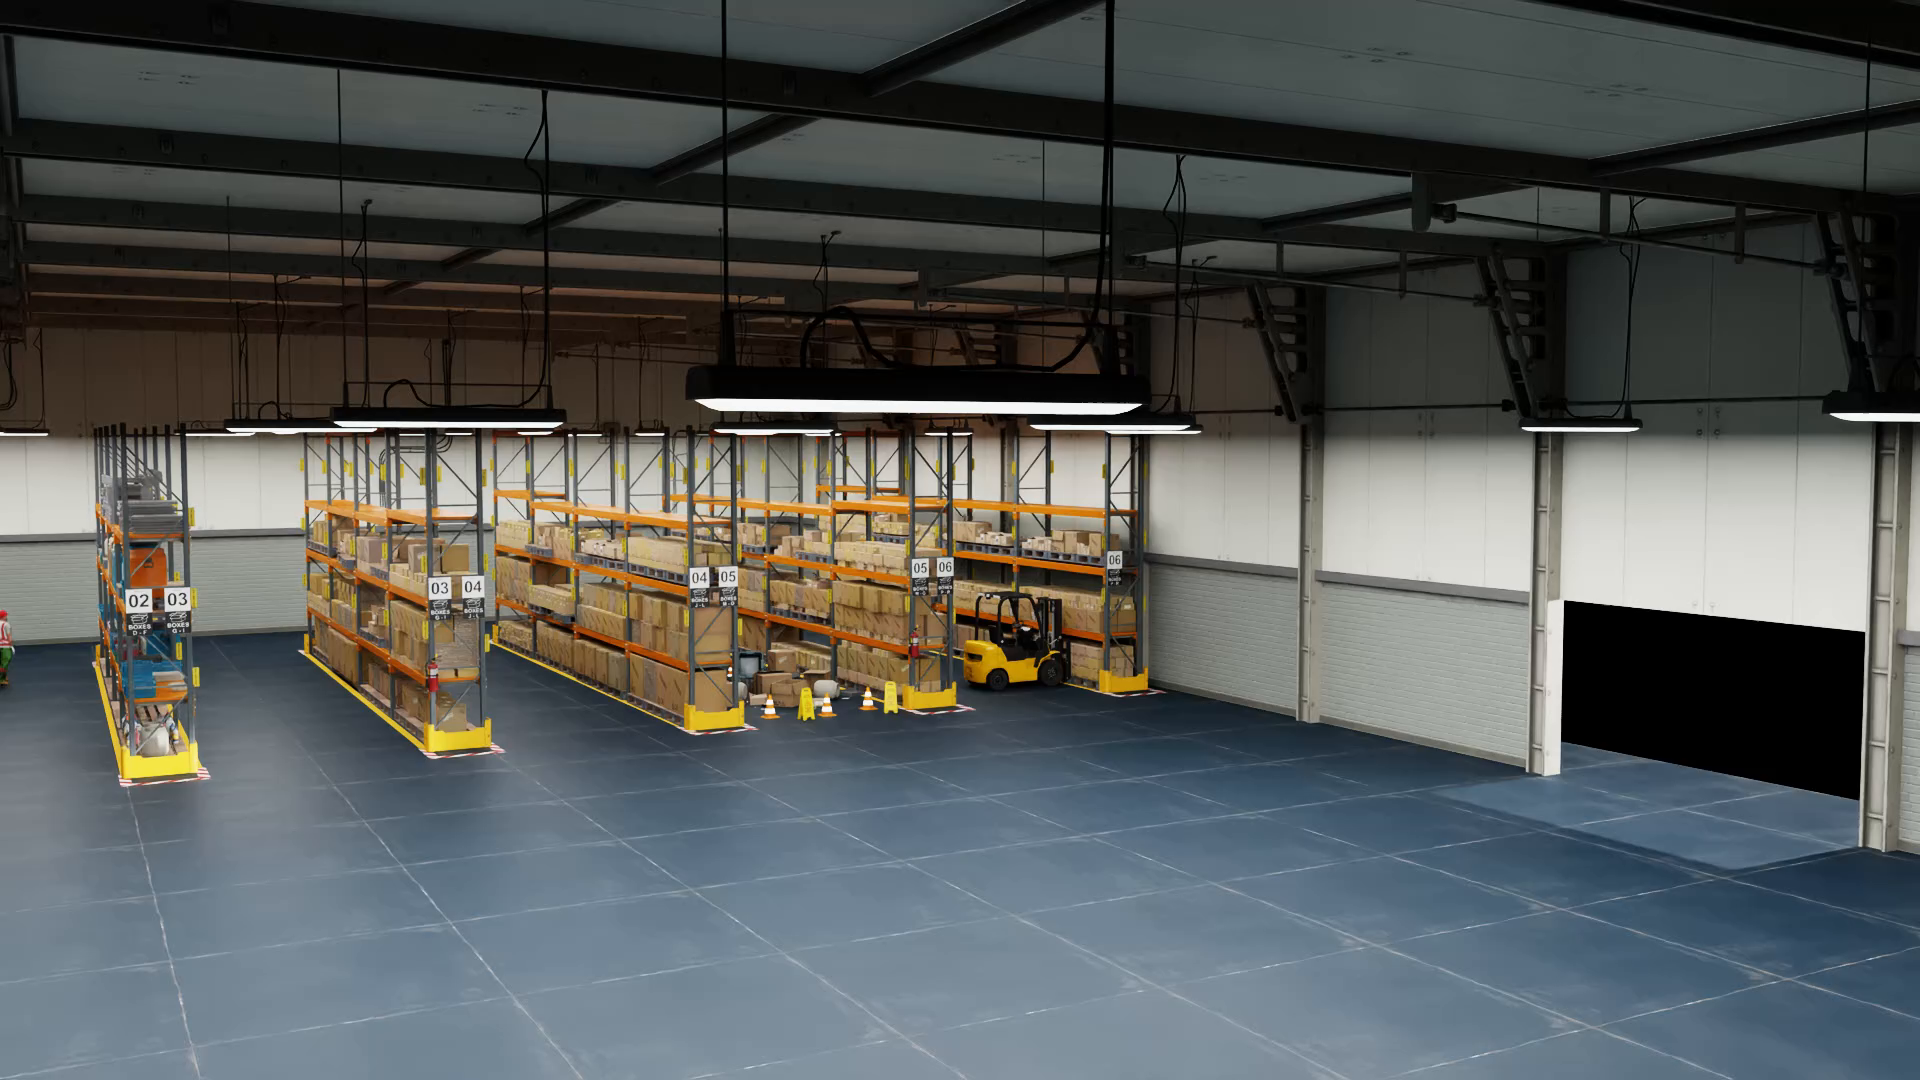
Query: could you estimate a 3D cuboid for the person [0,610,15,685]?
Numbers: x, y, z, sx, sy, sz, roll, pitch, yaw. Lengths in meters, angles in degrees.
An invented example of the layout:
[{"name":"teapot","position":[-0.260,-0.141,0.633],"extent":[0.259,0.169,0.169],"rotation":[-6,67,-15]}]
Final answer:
[{"name":"person","position":[-22.194,2.508,38.542],"extent":[0.599,1.770,0.962],"rotation":[0,3,1]}]
